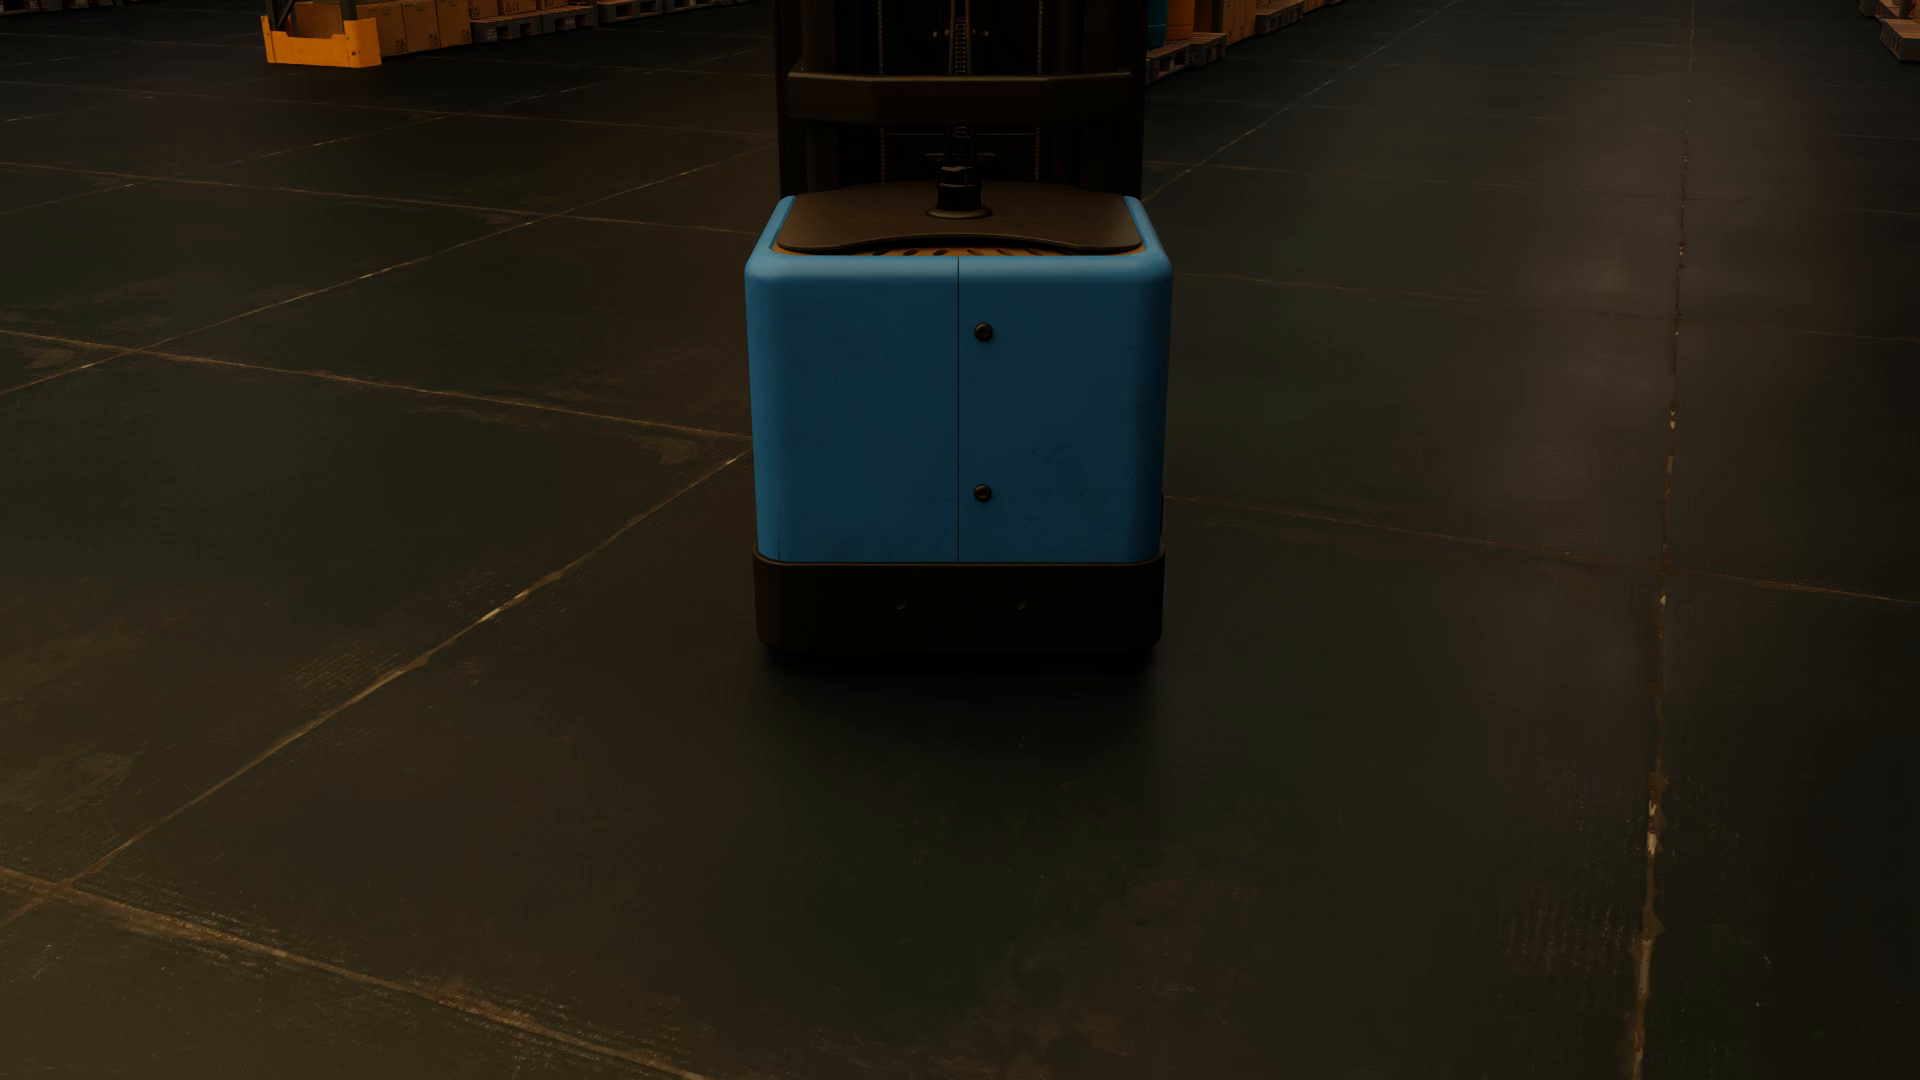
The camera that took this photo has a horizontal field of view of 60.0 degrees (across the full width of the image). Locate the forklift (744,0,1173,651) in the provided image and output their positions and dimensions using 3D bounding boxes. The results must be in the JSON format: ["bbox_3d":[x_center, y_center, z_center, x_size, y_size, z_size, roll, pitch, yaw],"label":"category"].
[{"bbox_3d":[0.002,-1.587,5.089,1.130,2.935,3.031,0,23,0],"label":"forklift"}]
